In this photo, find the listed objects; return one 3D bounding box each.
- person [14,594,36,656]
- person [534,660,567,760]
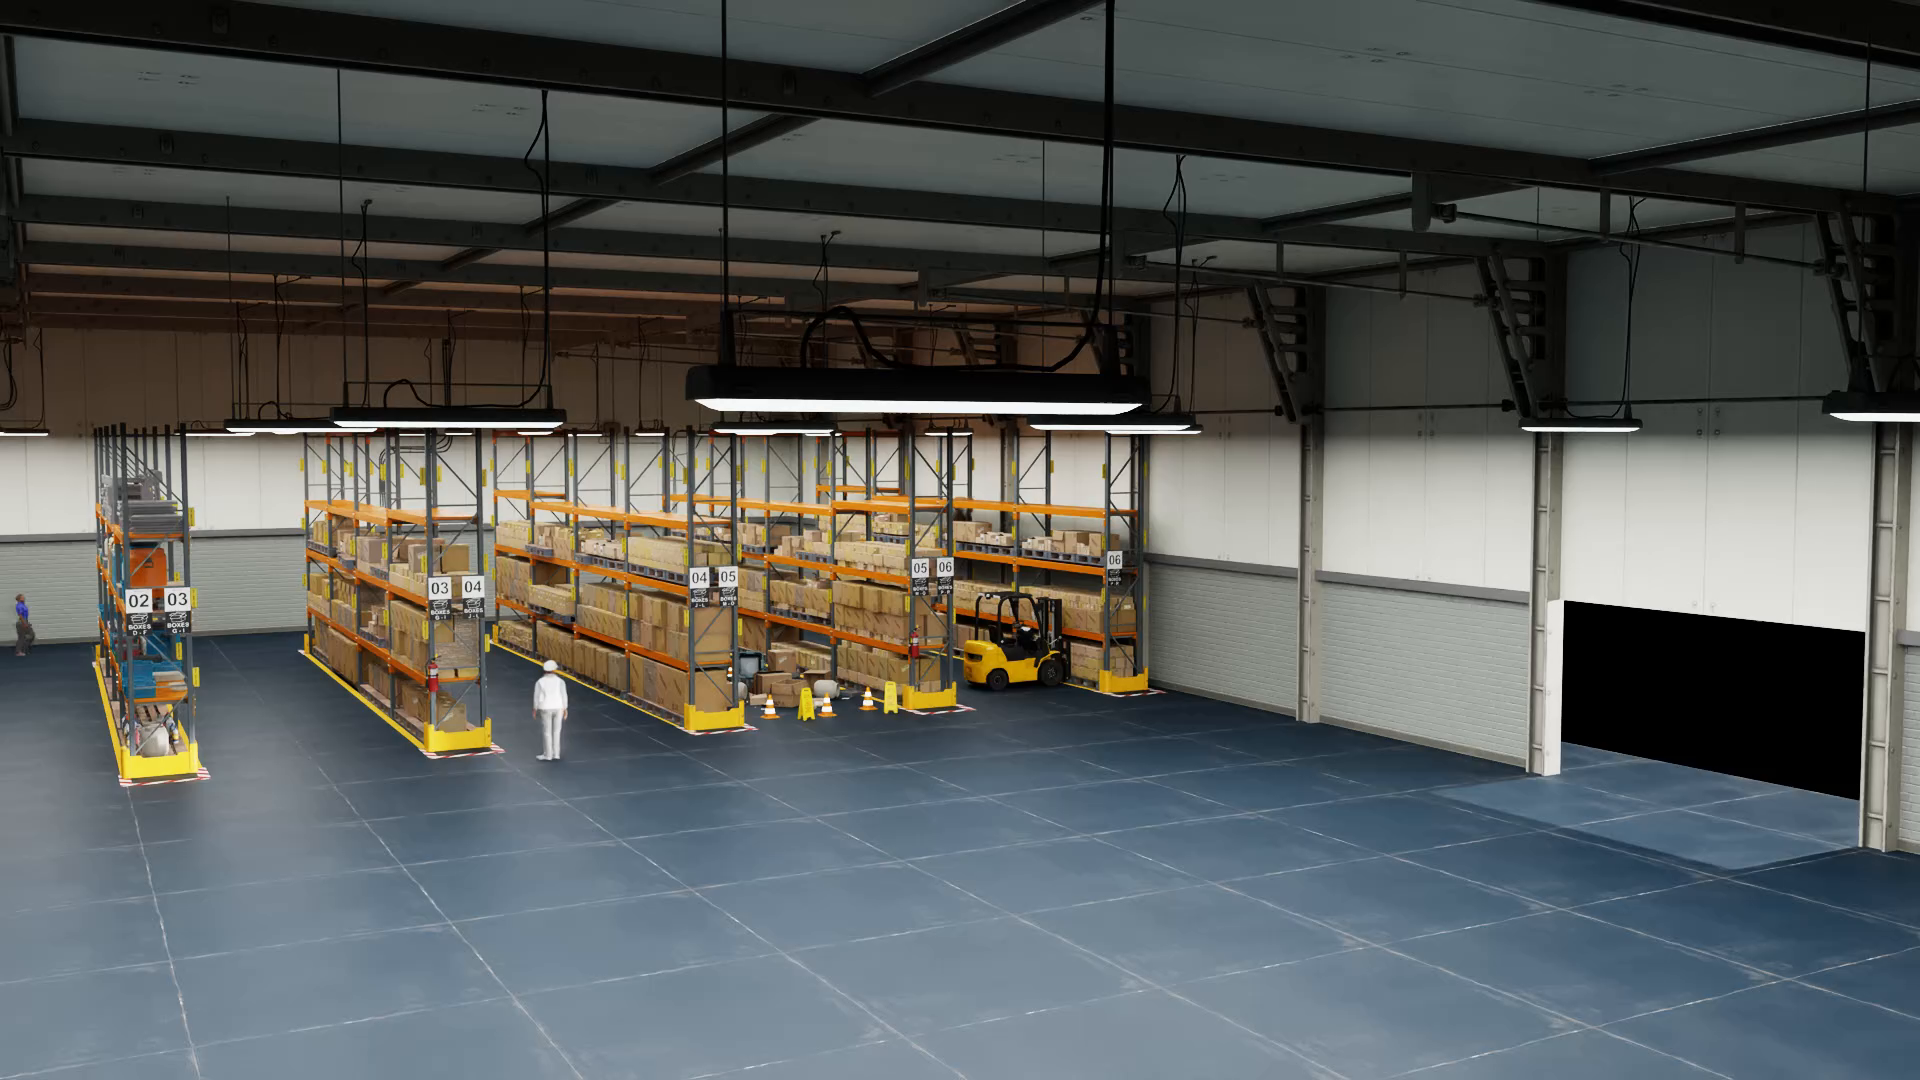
[{"bbox_3d":[-24.652,2.245,43.790,0.497,1.680,0.465,-1,4,-17],"label":"person"},{"bbox_3d":[-7.318,3.042,29.718,0.587,1.799,0.394,-1,4,-16],"label":"person"}]
